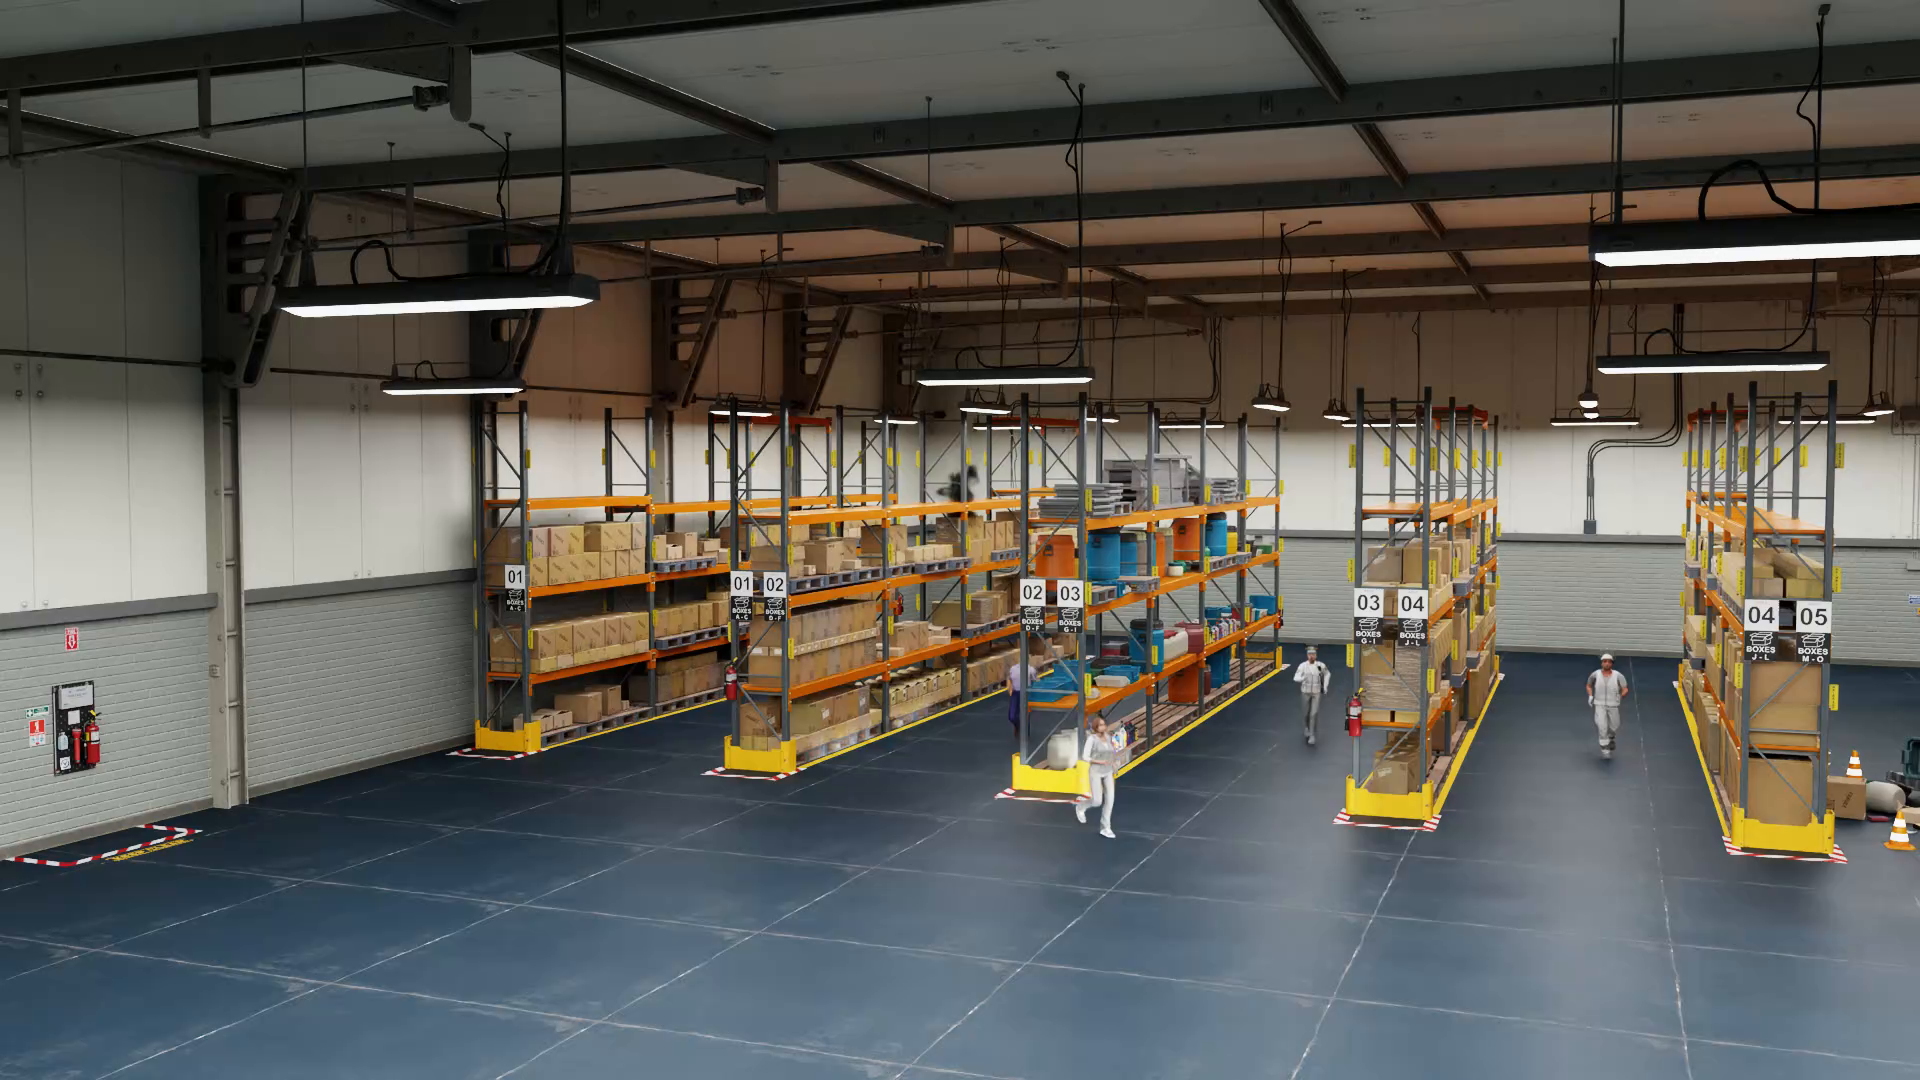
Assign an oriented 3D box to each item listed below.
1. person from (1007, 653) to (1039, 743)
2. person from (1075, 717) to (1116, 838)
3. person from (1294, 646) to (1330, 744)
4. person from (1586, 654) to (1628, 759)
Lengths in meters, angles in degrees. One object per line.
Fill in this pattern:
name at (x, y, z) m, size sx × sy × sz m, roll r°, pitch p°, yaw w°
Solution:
person at (1.084, 2.774, 29.320) m, size 0.601 × 1.599 × 0.563 m, roll 1°, pitch 3°, yaw 16°
person at (1.851, 3.140, 22.206) m, size 0.548 × 1.570 × 0.751 m, roll -2°, pitch 3°, yaw -33°
person at (6.192, 2.693, 29.279) m, size 0.621 × 1.670 × 0.927 m, roll 1°, pitch 3°, yaw 13°
person at (10.818, 2.773, 27.821) m, size 0.653 × 1.747 × 0.701 m, roll 1°, pitch 3°, yaw 22°
